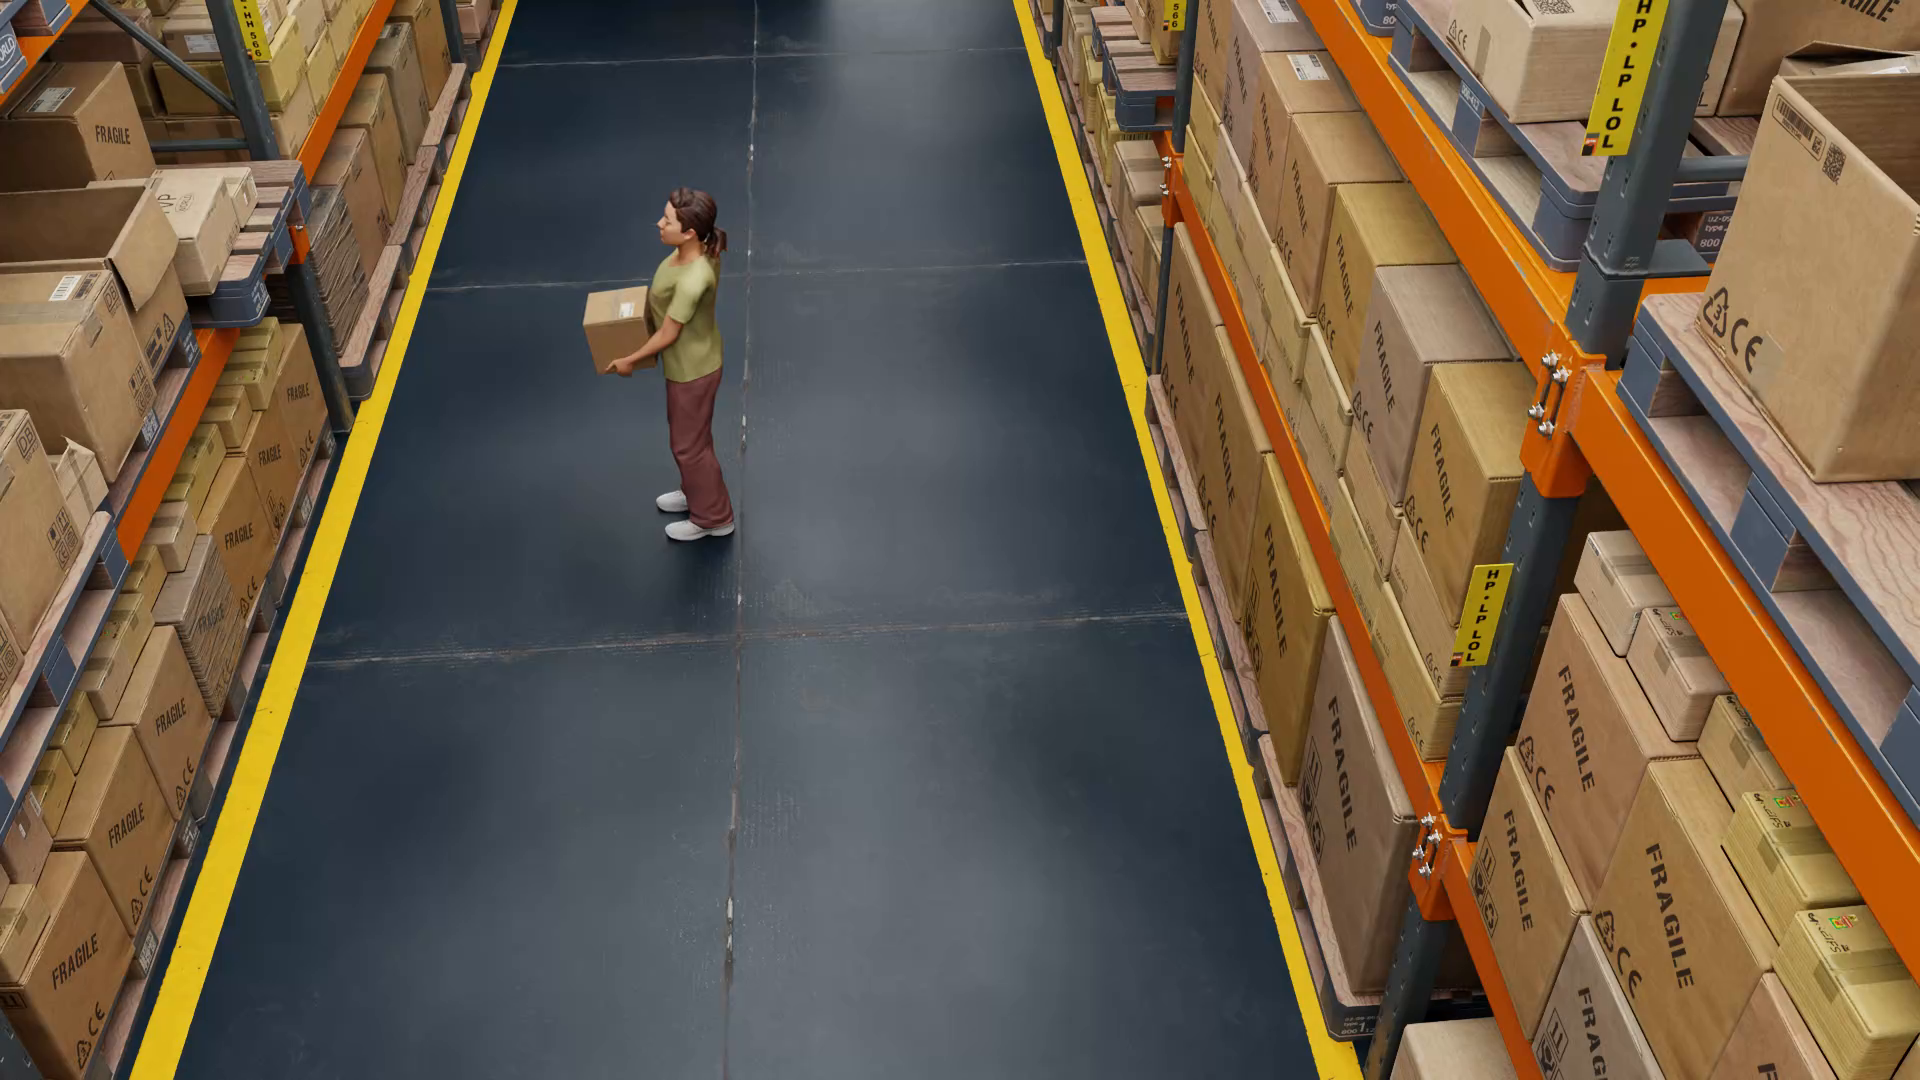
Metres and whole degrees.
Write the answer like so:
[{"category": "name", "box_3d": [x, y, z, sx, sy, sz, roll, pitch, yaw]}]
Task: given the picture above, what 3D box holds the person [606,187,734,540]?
[{"category": "person", "box_3d": [-1.204, -0.635, 7.145, 0.554, 1.405, 0.426, -3, 39, -3]}]
